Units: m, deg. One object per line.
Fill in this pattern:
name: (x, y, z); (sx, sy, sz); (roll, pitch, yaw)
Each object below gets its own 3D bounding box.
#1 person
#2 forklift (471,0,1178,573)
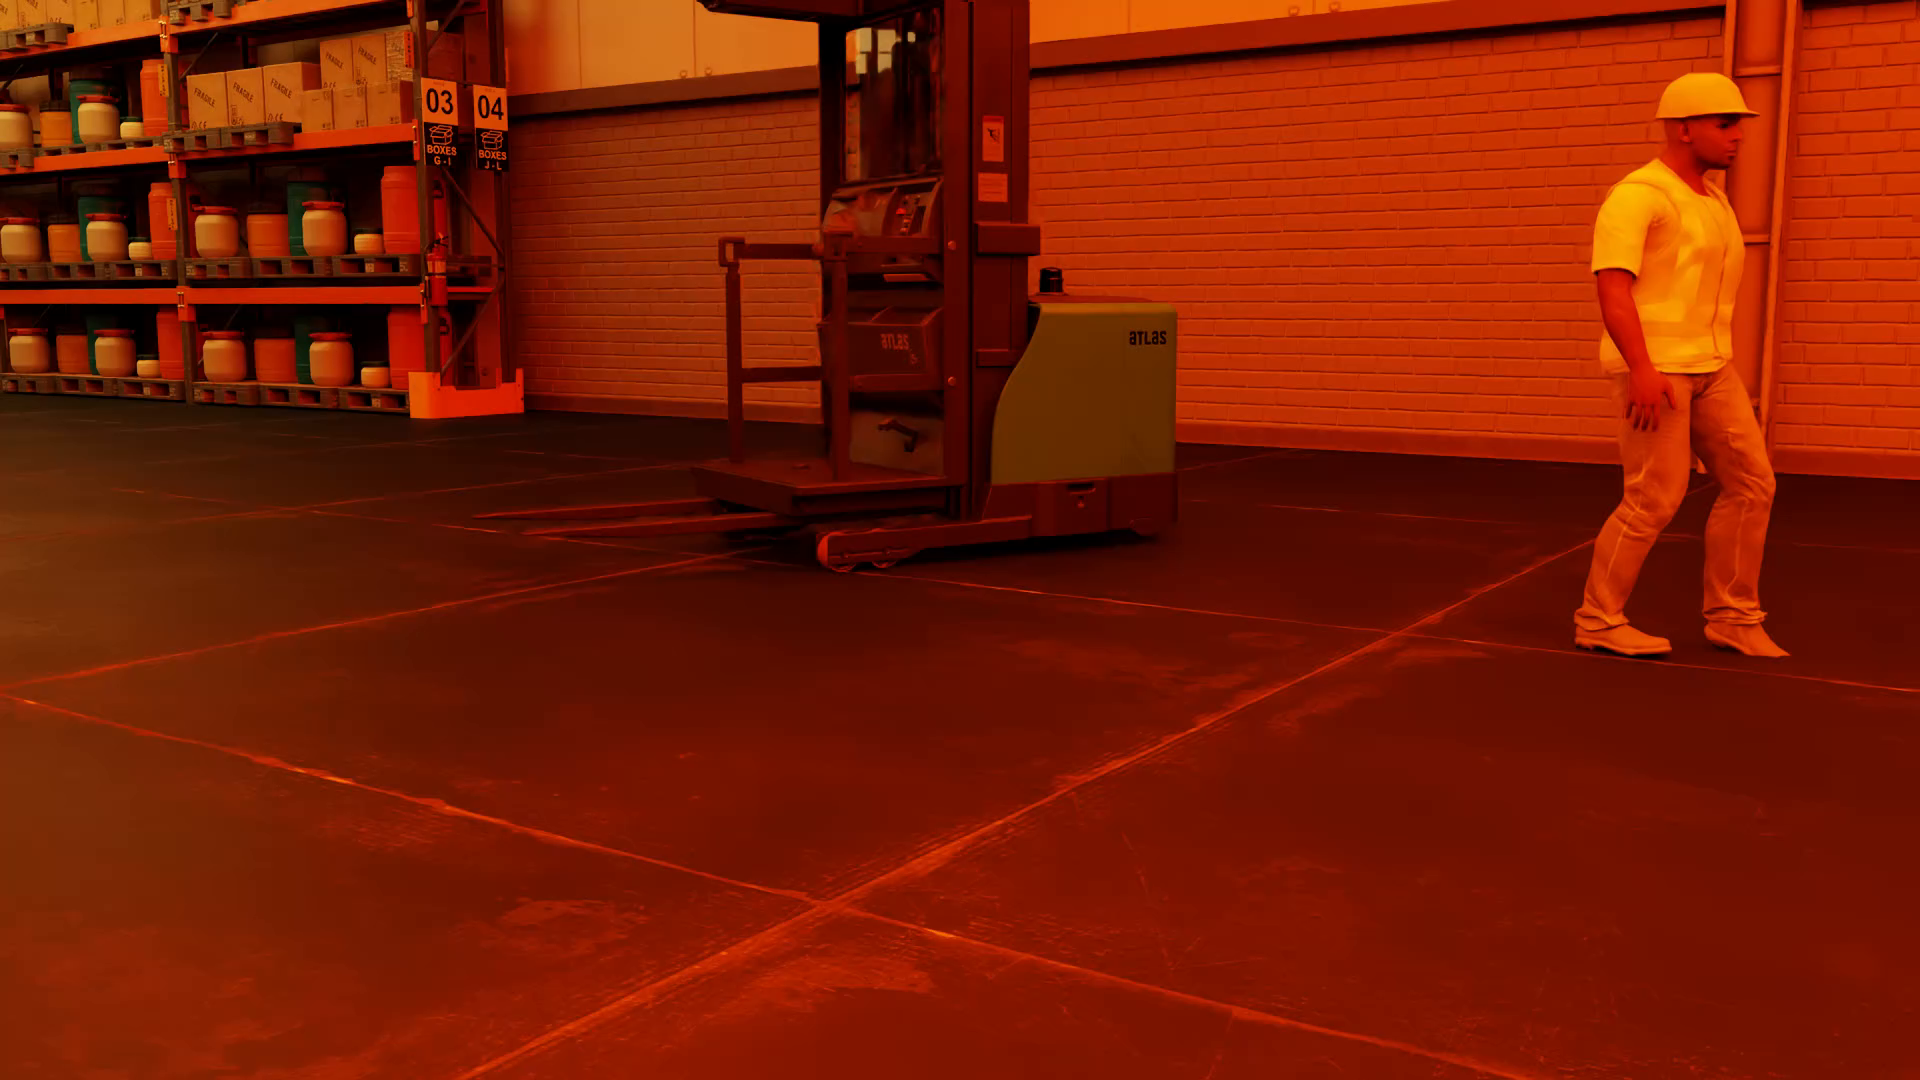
person: (2.193, -0.483, 5.013); (0.667, 1.802, 0.565); (-7, 10, -39)
forklift: (-0.520, -1.404, 7.068); (3.031, 2.935, 1.130); (-5, 10, -32)
